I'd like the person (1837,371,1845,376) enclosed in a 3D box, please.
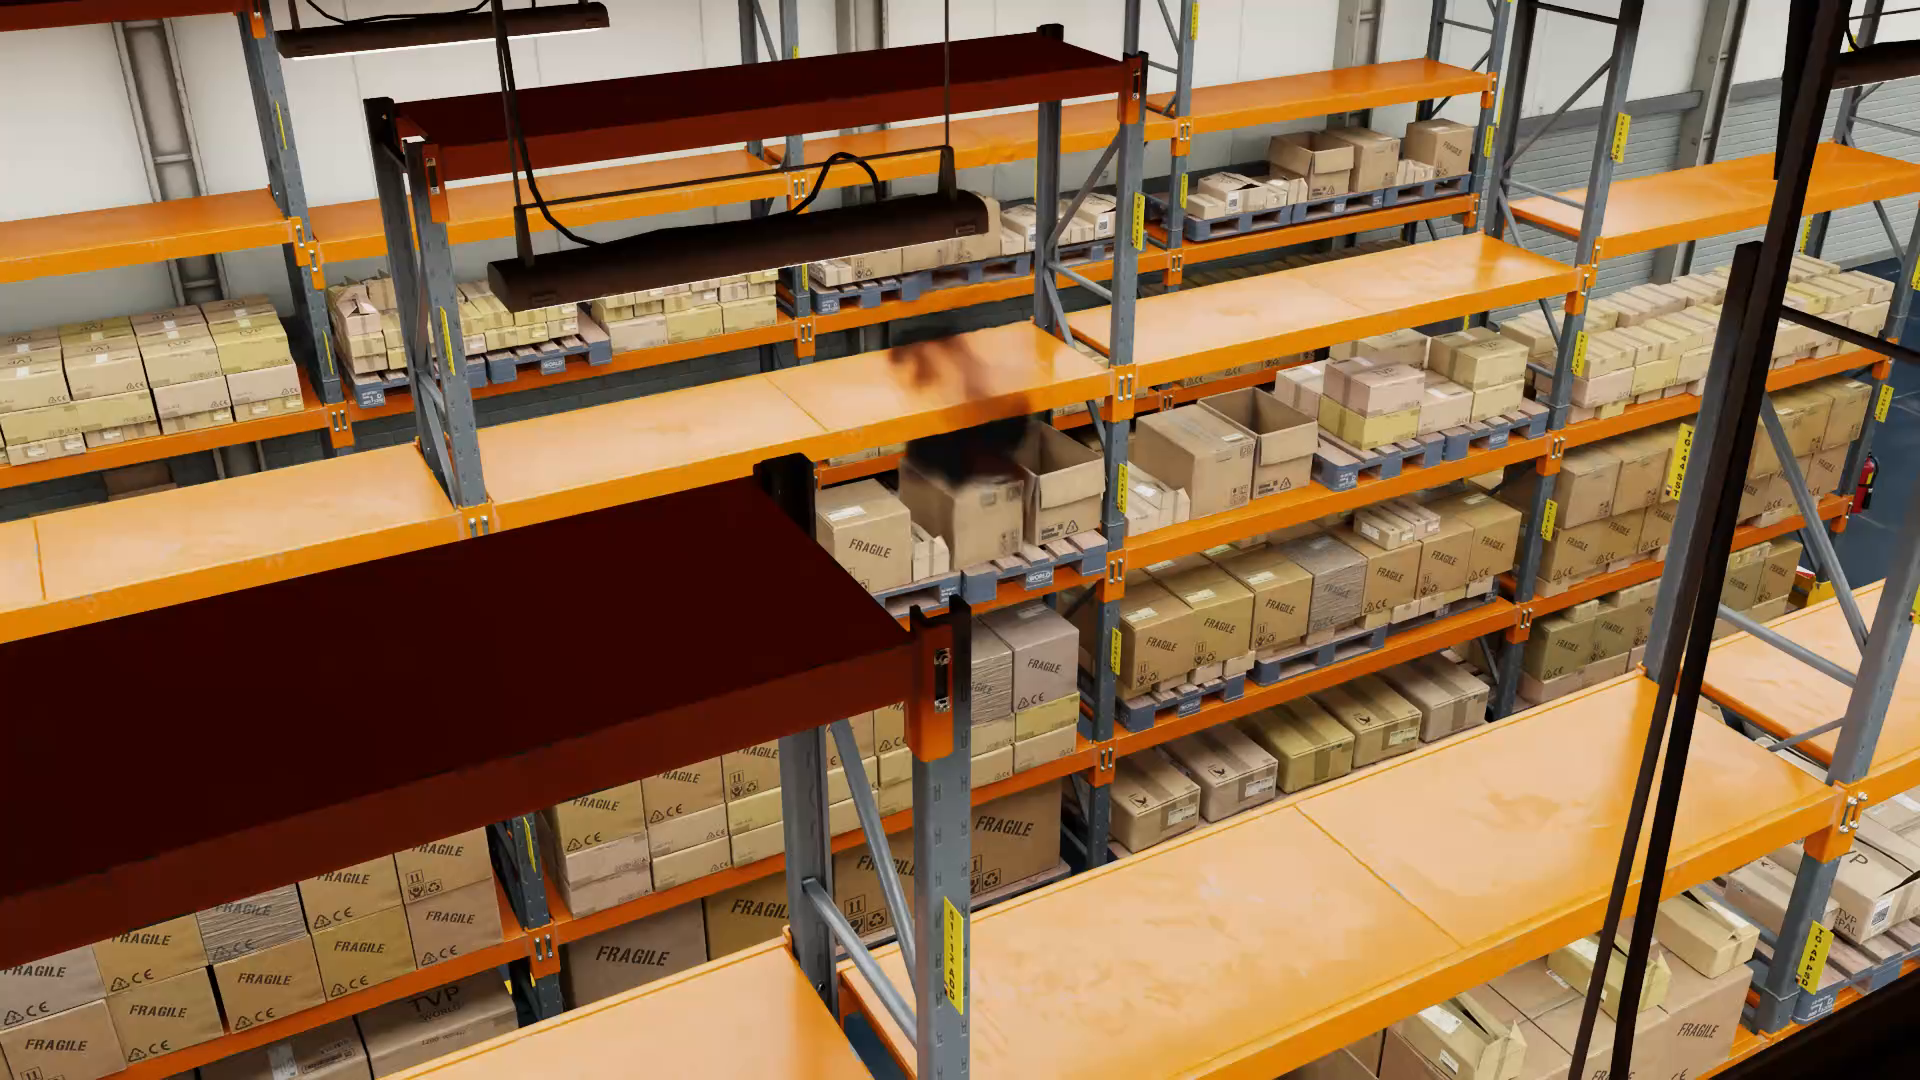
[{"bbox_3d":[10.184,-2.157,19.413,0.703,1.583,0.566,-23,35,-36],"label":"person"}]
